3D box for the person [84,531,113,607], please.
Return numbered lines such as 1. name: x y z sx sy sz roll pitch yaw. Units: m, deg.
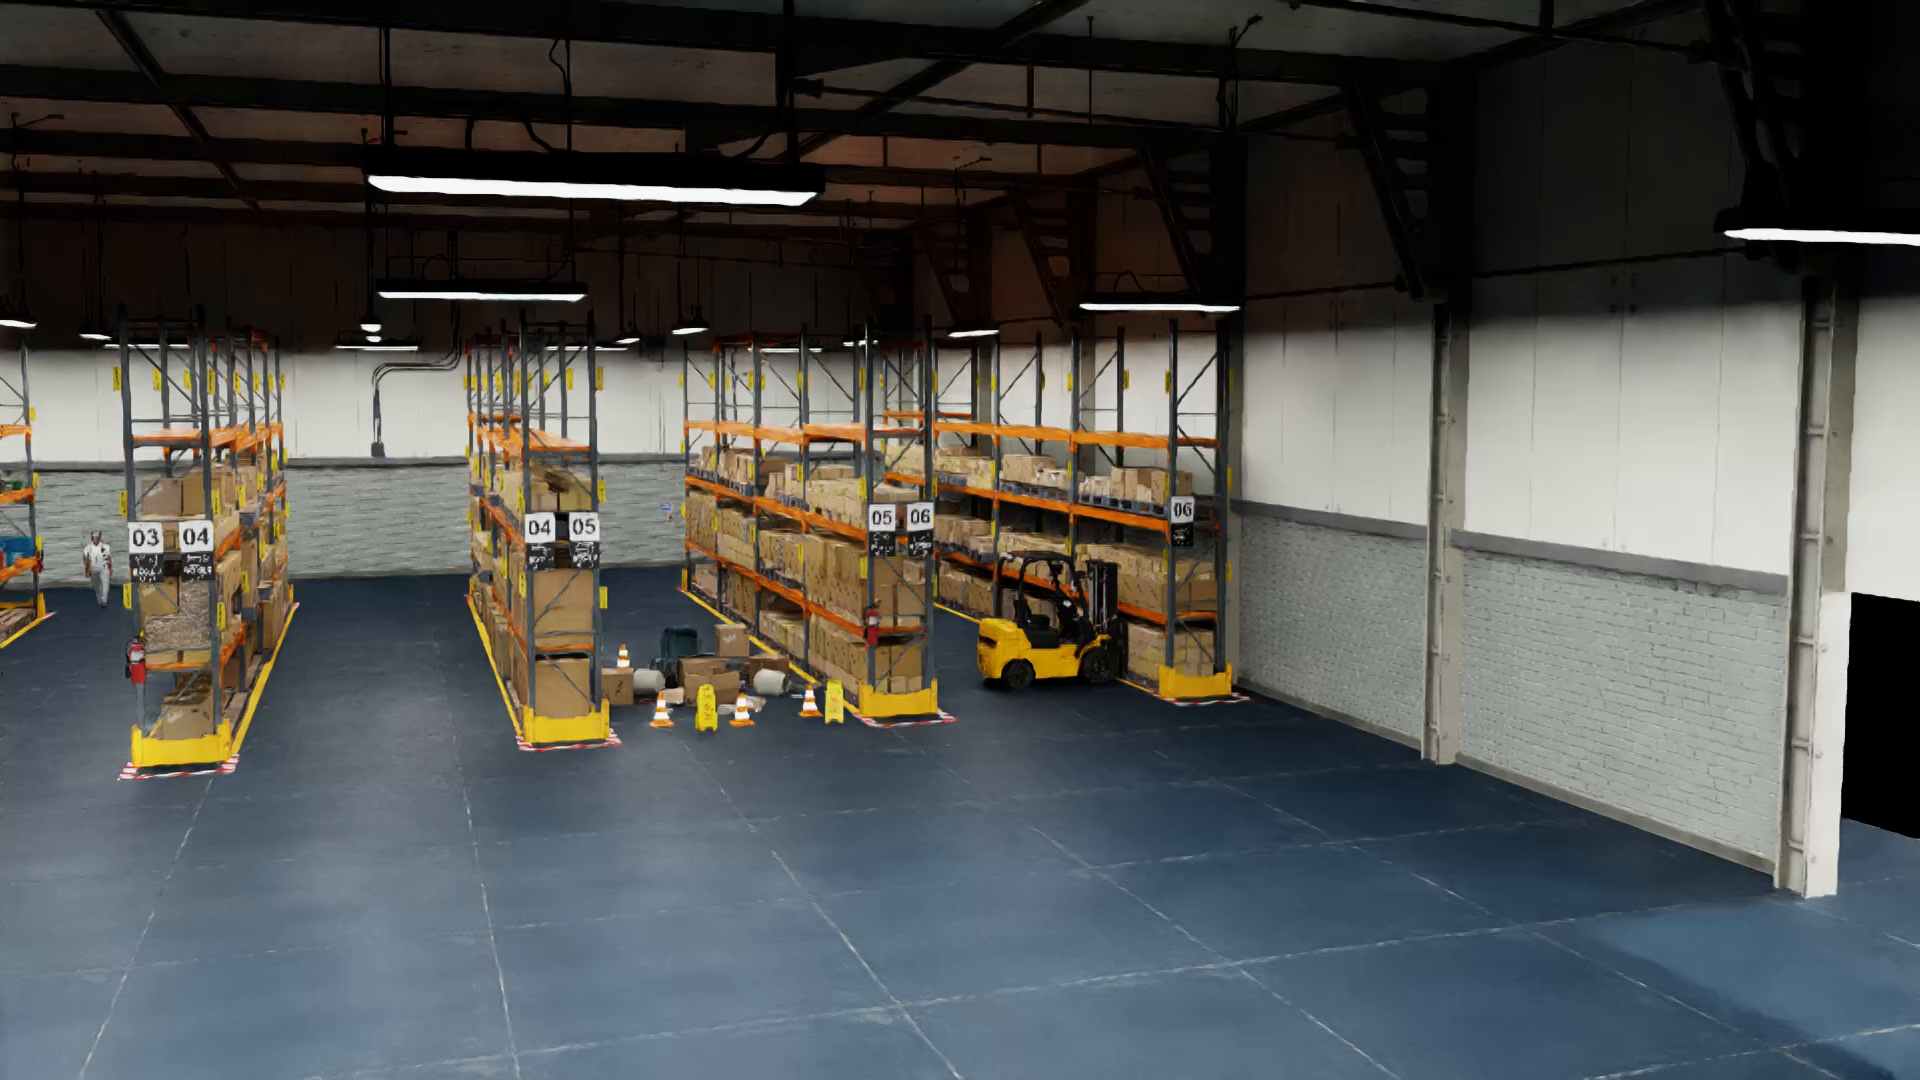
1. person: -19.261 0.632 37.139 0.542 1.671 1.126 -2 6 -17
